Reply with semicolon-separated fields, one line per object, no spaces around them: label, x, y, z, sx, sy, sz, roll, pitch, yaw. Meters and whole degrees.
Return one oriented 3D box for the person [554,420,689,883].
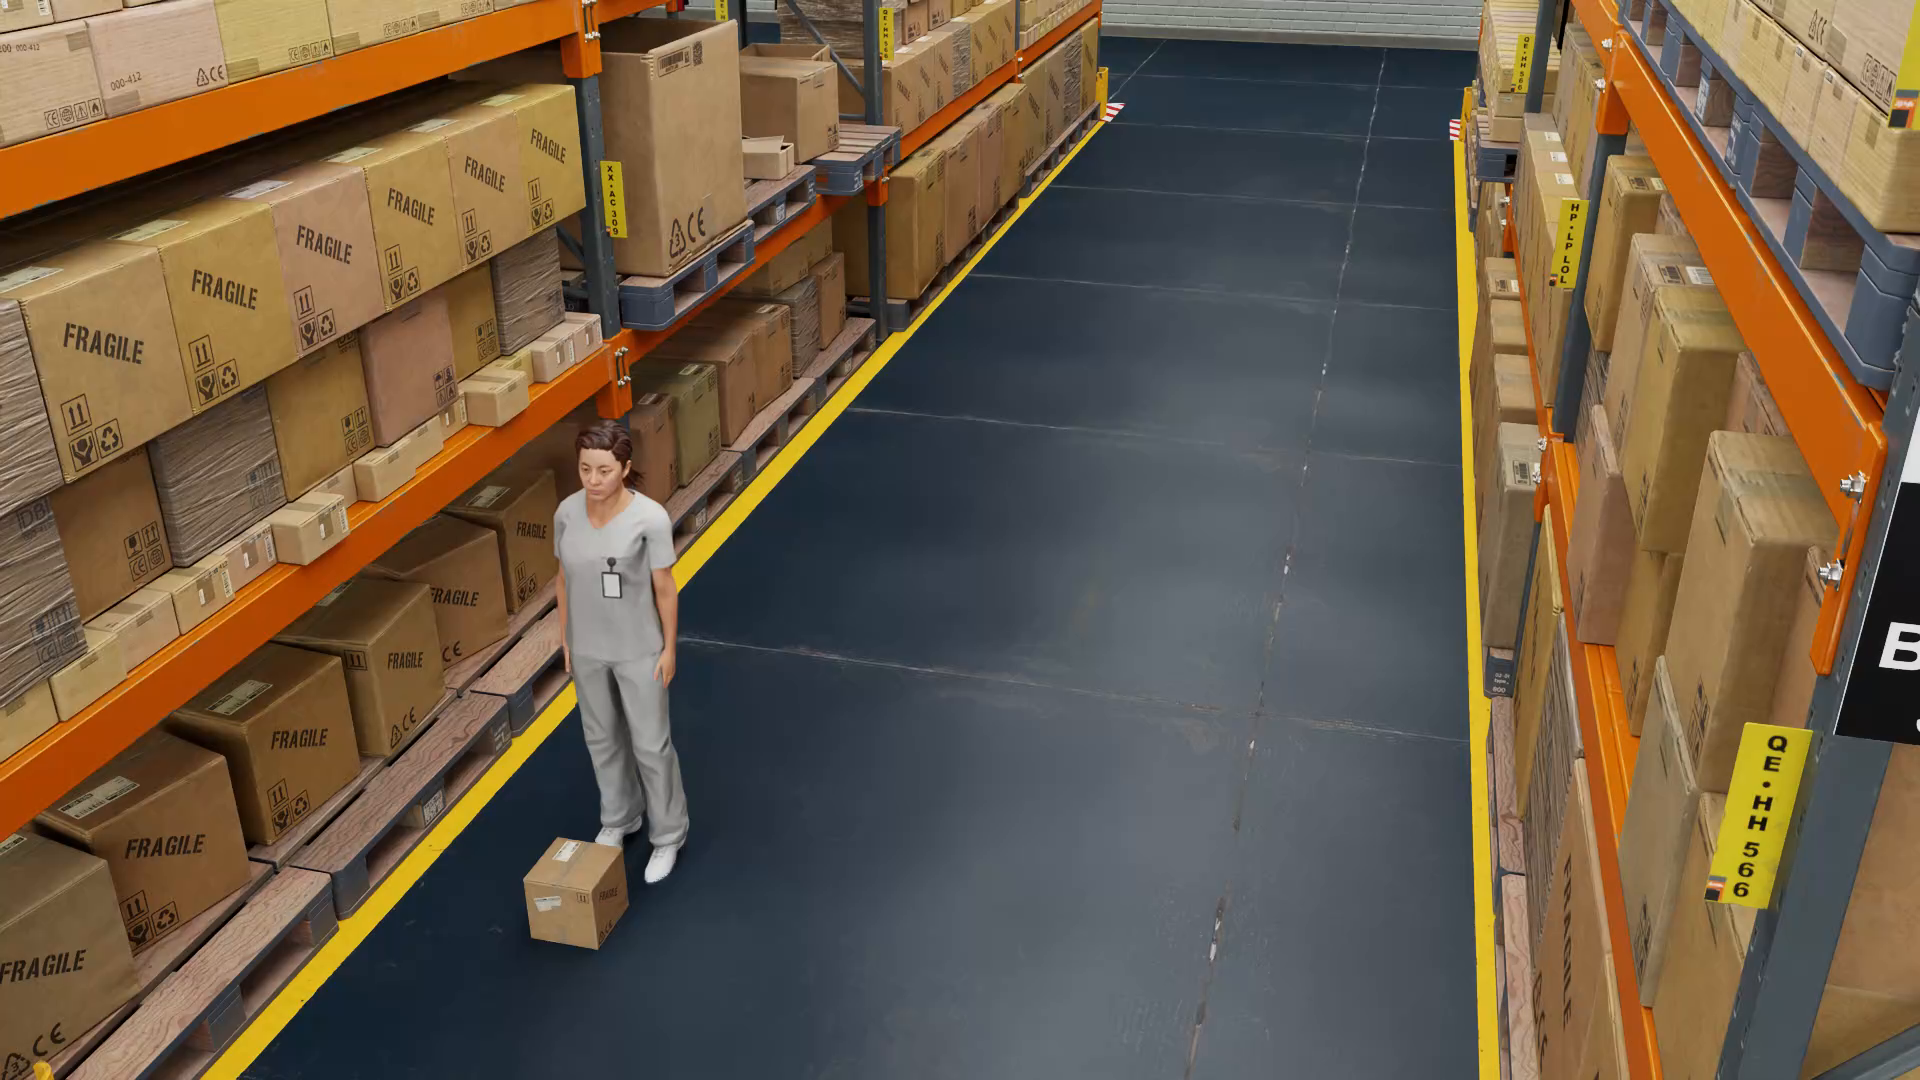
person;-1.195;0.391;5.818;0.444;1.695;0.393;6;26;13
